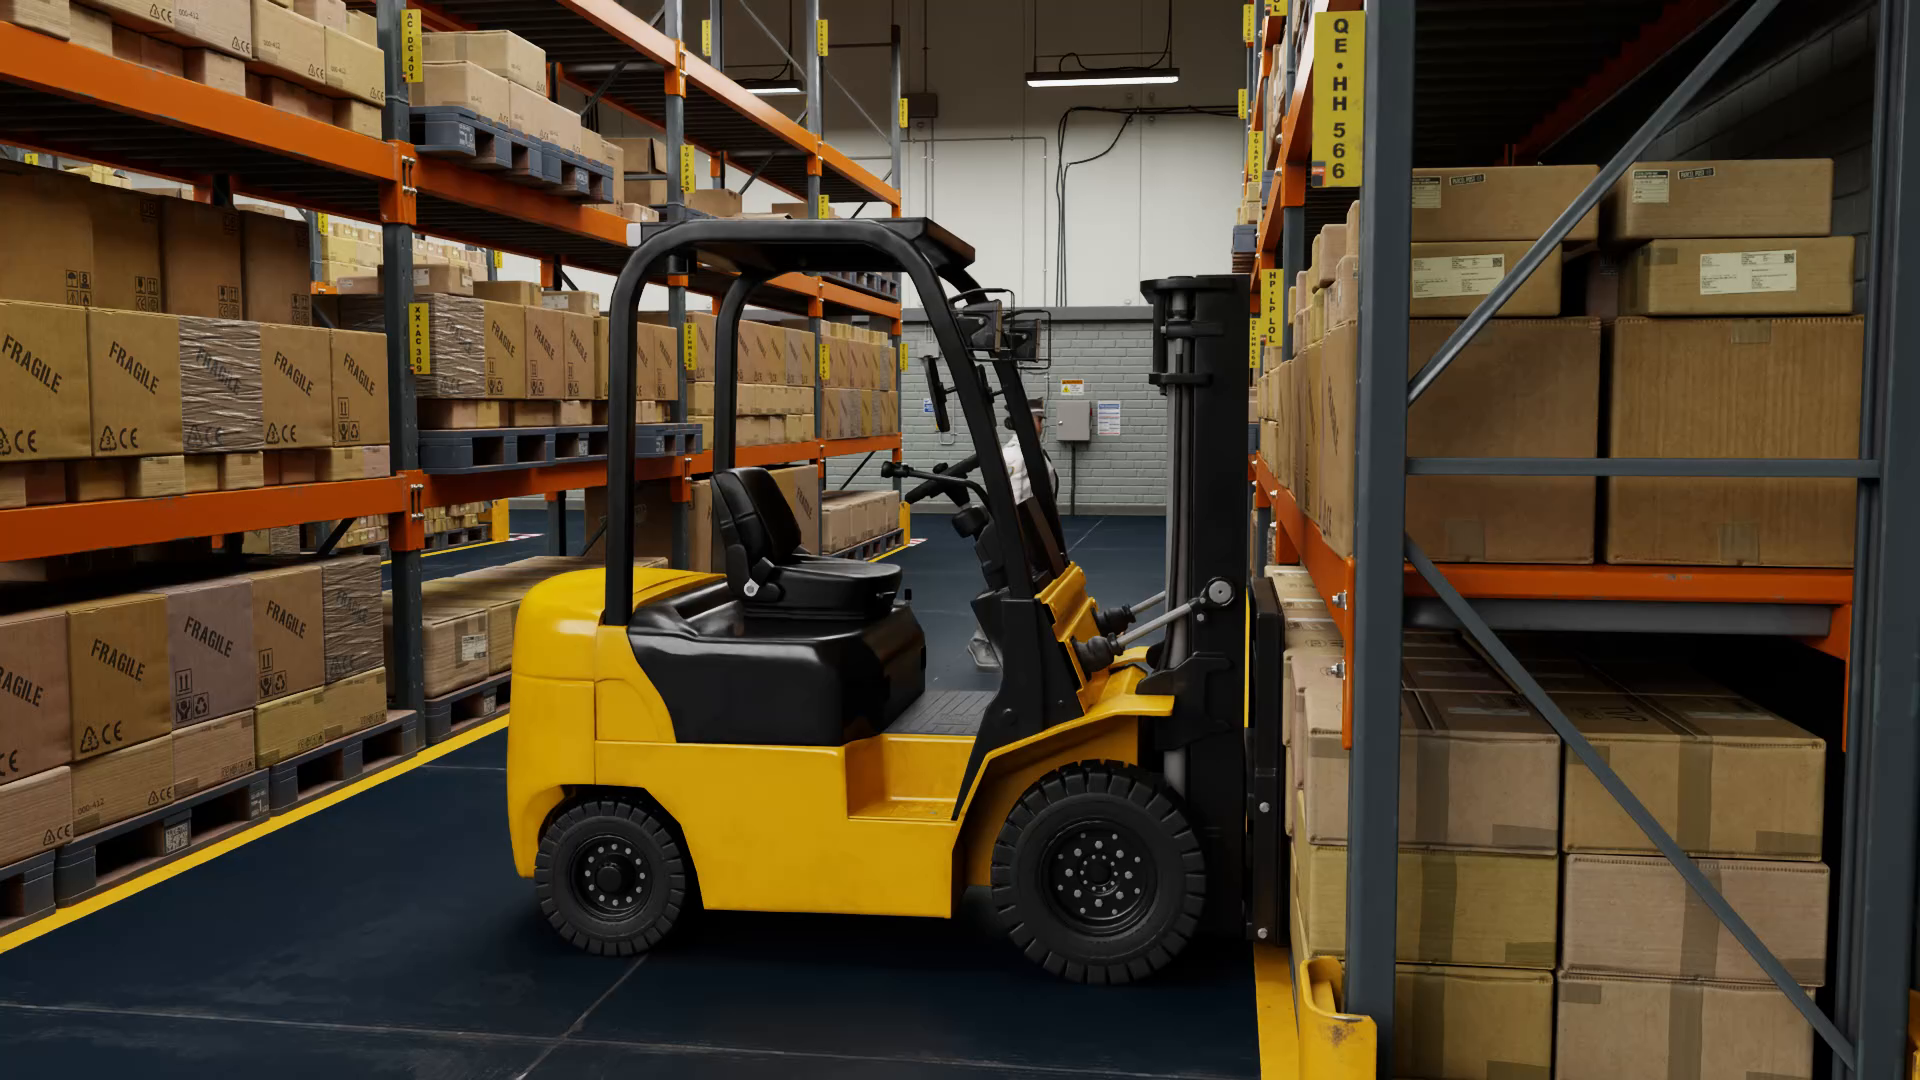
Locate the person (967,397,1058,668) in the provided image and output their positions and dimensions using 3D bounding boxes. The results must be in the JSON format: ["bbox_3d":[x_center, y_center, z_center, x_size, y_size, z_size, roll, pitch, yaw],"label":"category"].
[{"bbox_3d":[0.364,-0.044,10.213,0.628,1.668,0.500,2,5,23],"label":"person"}]
